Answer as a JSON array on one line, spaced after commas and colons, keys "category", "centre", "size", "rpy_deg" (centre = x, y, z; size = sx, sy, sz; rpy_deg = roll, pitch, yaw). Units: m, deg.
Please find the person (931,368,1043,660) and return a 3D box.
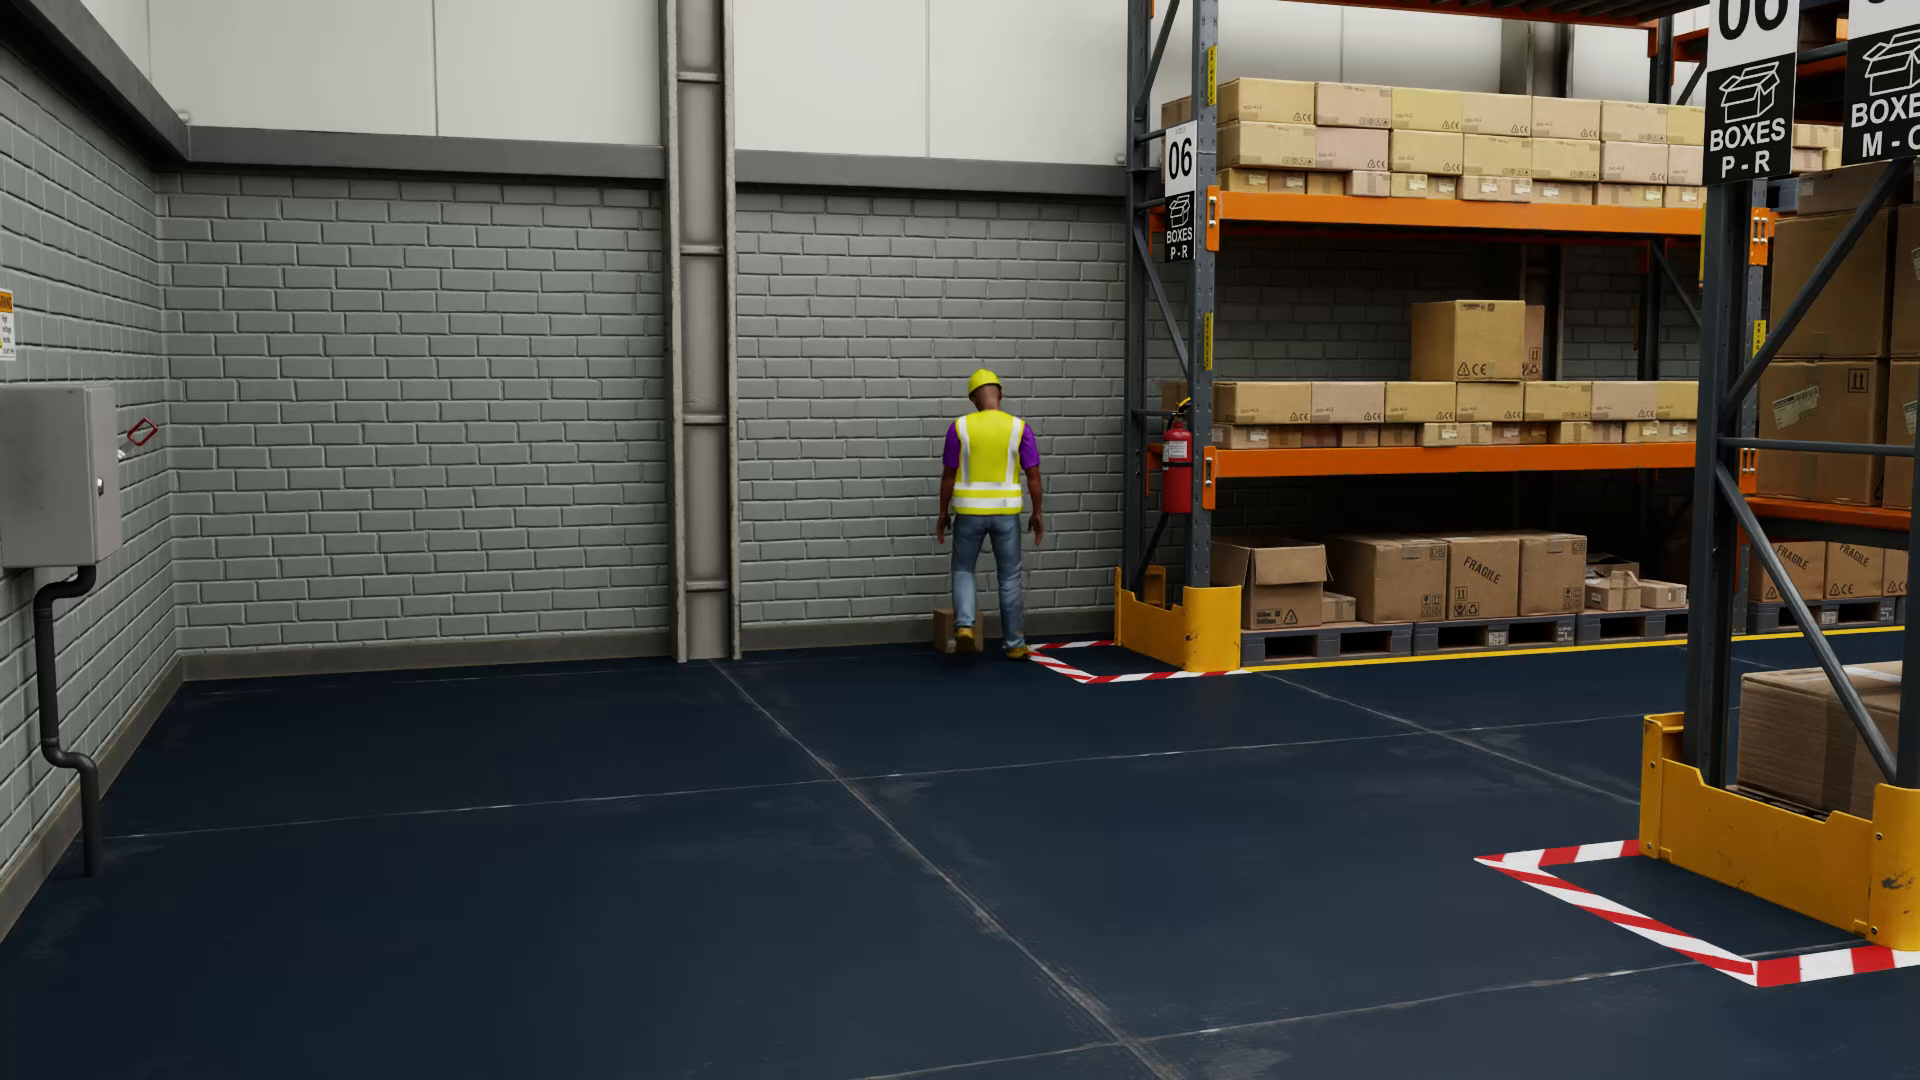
[{"category": "person", "centre": [0.160, -0.143, 10.125], "size": [0.700, 1.801, 0.420], "rpy_deg": [-1, 6, -7]}]
